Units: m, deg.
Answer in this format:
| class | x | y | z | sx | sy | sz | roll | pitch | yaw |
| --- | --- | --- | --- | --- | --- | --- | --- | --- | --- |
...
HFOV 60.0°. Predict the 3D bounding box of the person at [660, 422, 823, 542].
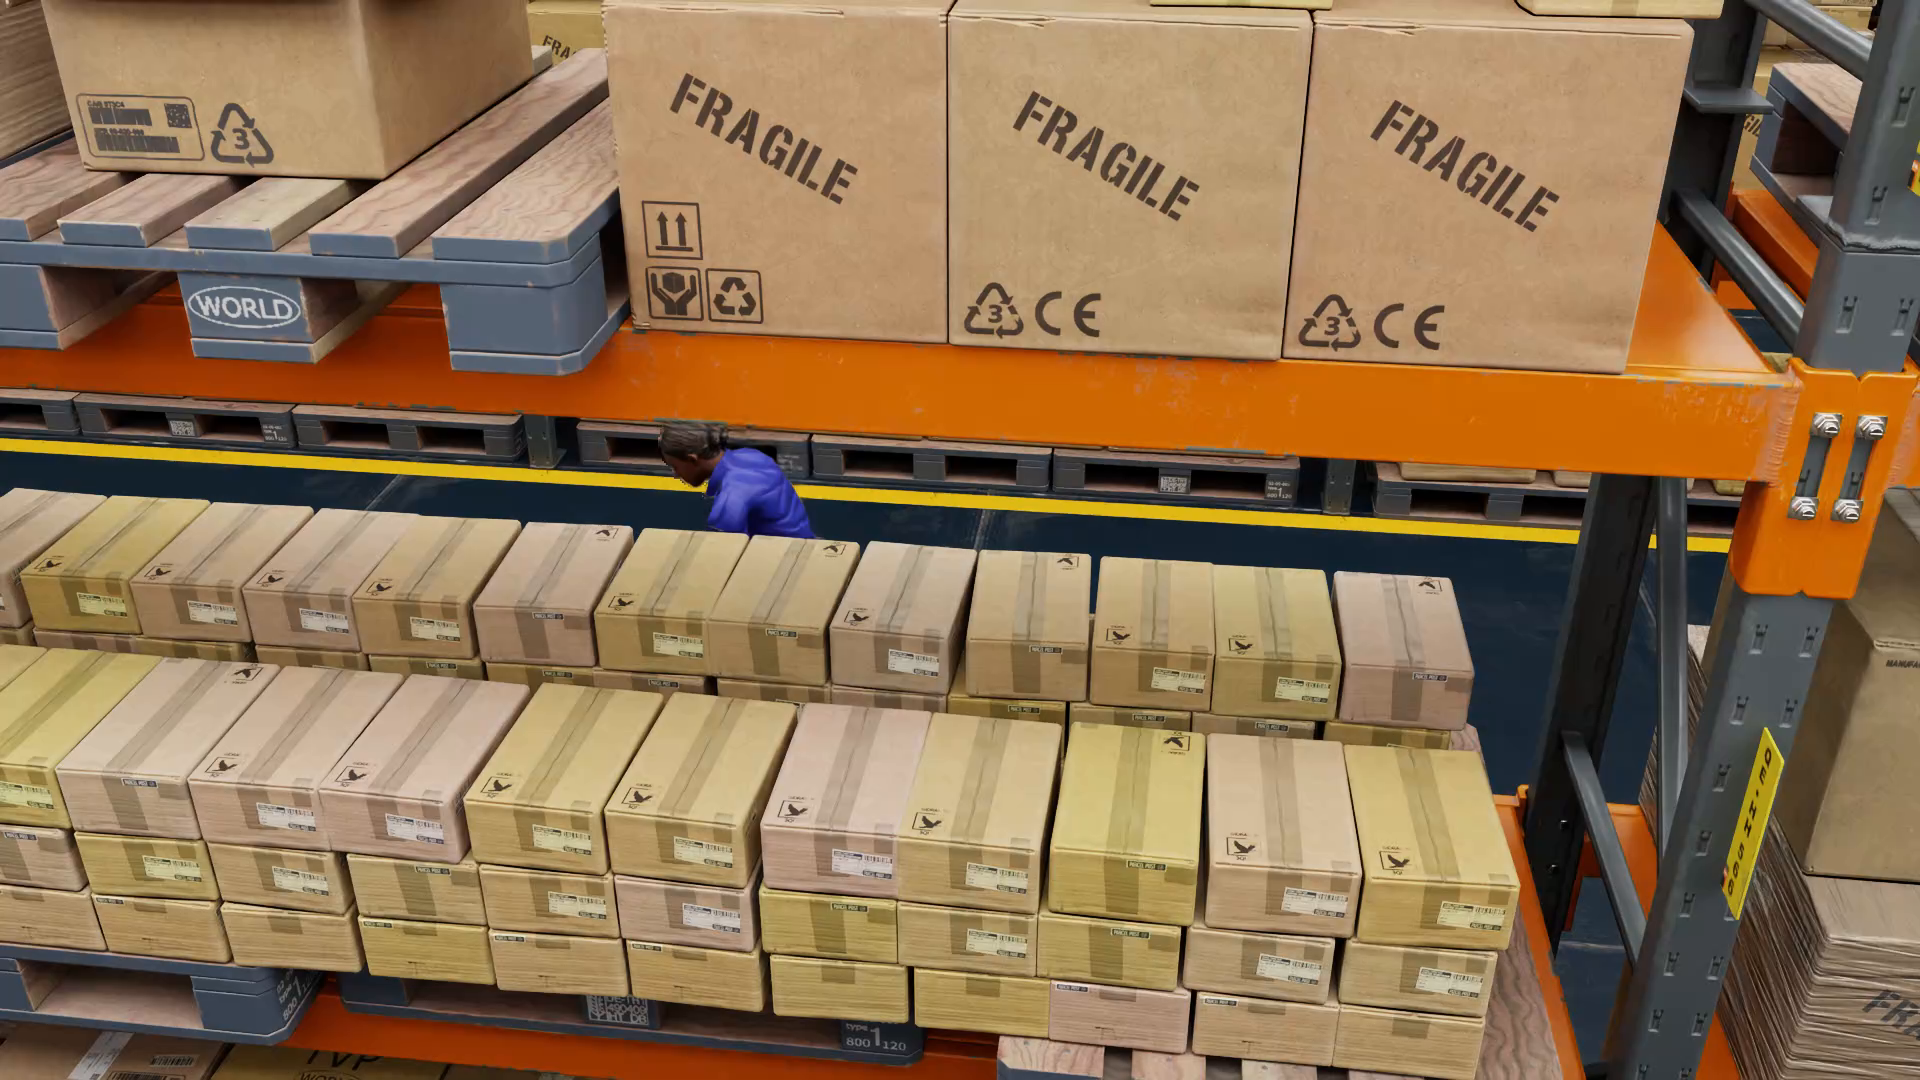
| class | x | y | z | sx | sy | sz | roll | pitch | yaw |
| --- | --- | --- | --- | --- | --- | --- | --- | --- | --- |
| person | -0.733 | 0.202 | 6.049 | 0.616 | 1.391 | 0.495 | 4 | 29 | 7 |
